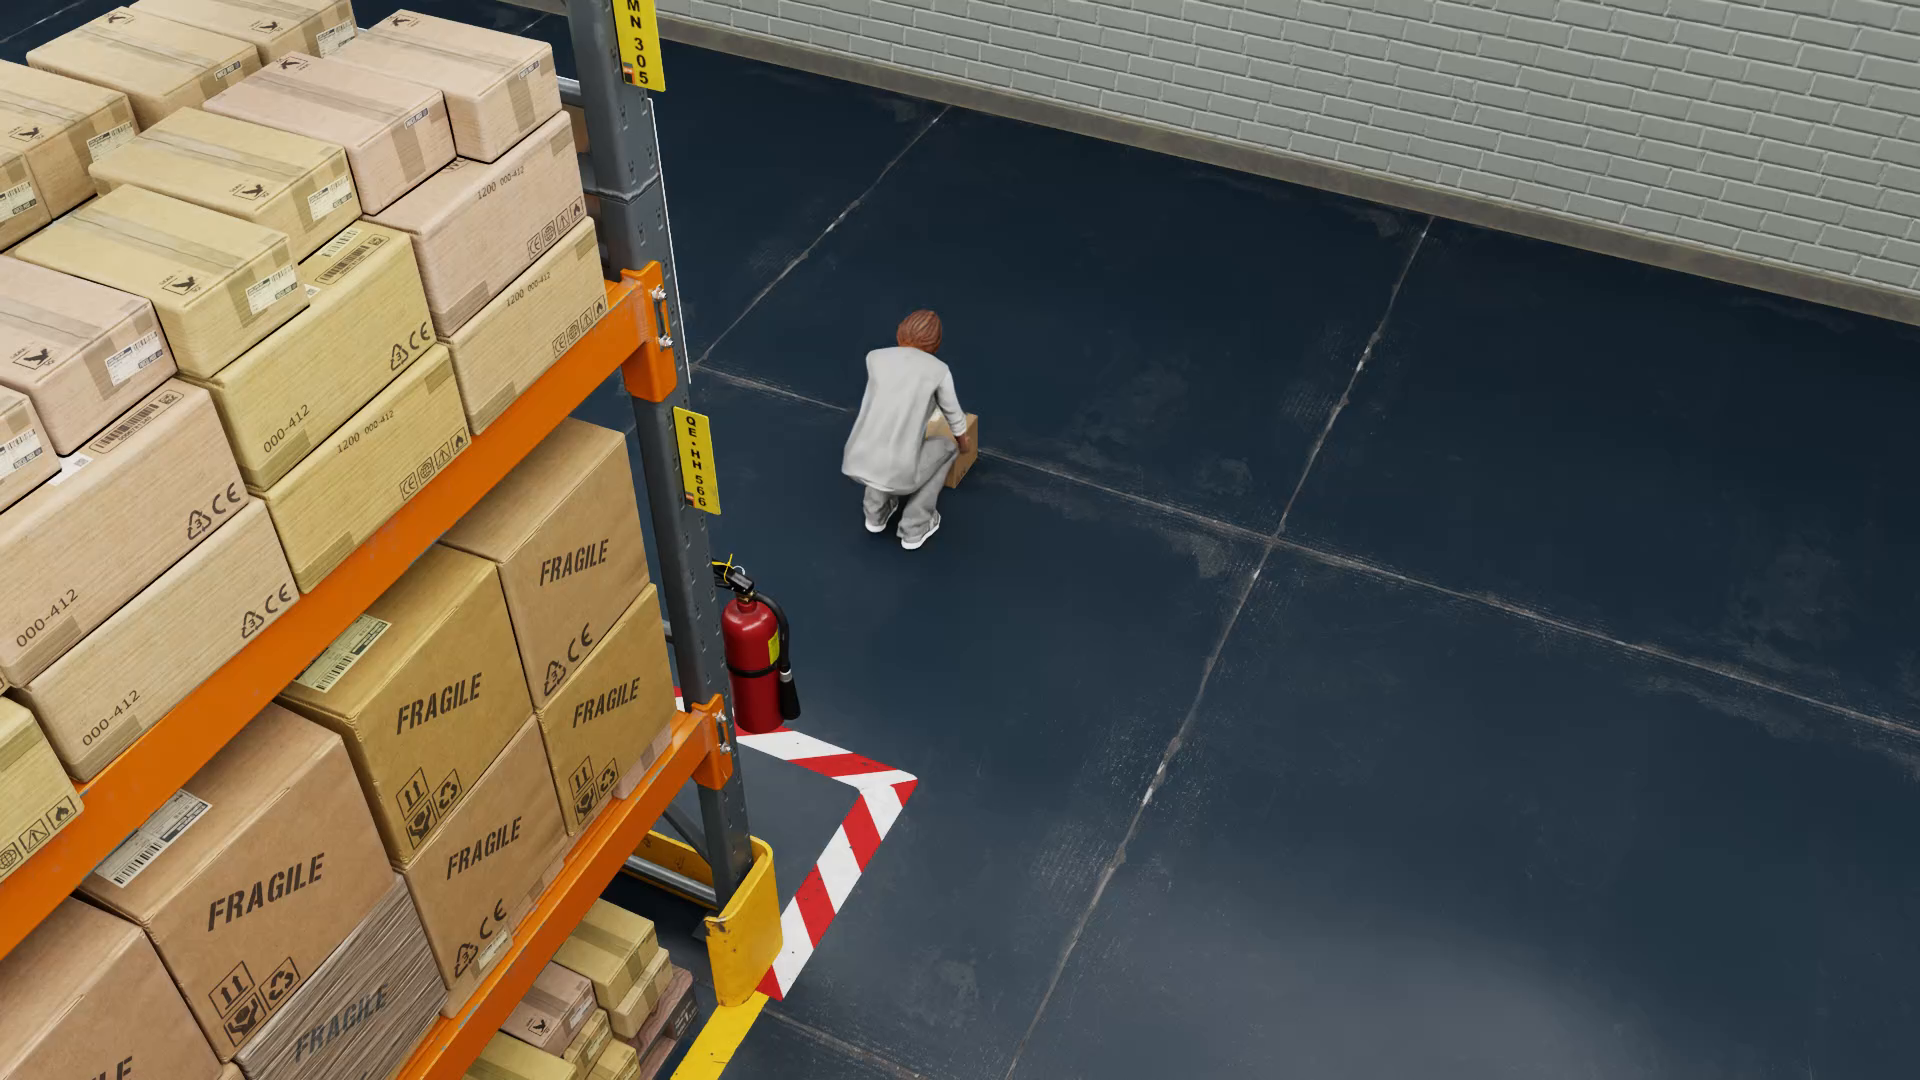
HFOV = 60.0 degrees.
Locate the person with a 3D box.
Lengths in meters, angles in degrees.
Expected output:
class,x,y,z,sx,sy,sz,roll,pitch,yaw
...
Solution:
class,x,y,z,sx,sy,sz,roll,pitch,yaw
person,-0.250,-0.448,7.183,0.447,0.886,0.795,17,45,18
